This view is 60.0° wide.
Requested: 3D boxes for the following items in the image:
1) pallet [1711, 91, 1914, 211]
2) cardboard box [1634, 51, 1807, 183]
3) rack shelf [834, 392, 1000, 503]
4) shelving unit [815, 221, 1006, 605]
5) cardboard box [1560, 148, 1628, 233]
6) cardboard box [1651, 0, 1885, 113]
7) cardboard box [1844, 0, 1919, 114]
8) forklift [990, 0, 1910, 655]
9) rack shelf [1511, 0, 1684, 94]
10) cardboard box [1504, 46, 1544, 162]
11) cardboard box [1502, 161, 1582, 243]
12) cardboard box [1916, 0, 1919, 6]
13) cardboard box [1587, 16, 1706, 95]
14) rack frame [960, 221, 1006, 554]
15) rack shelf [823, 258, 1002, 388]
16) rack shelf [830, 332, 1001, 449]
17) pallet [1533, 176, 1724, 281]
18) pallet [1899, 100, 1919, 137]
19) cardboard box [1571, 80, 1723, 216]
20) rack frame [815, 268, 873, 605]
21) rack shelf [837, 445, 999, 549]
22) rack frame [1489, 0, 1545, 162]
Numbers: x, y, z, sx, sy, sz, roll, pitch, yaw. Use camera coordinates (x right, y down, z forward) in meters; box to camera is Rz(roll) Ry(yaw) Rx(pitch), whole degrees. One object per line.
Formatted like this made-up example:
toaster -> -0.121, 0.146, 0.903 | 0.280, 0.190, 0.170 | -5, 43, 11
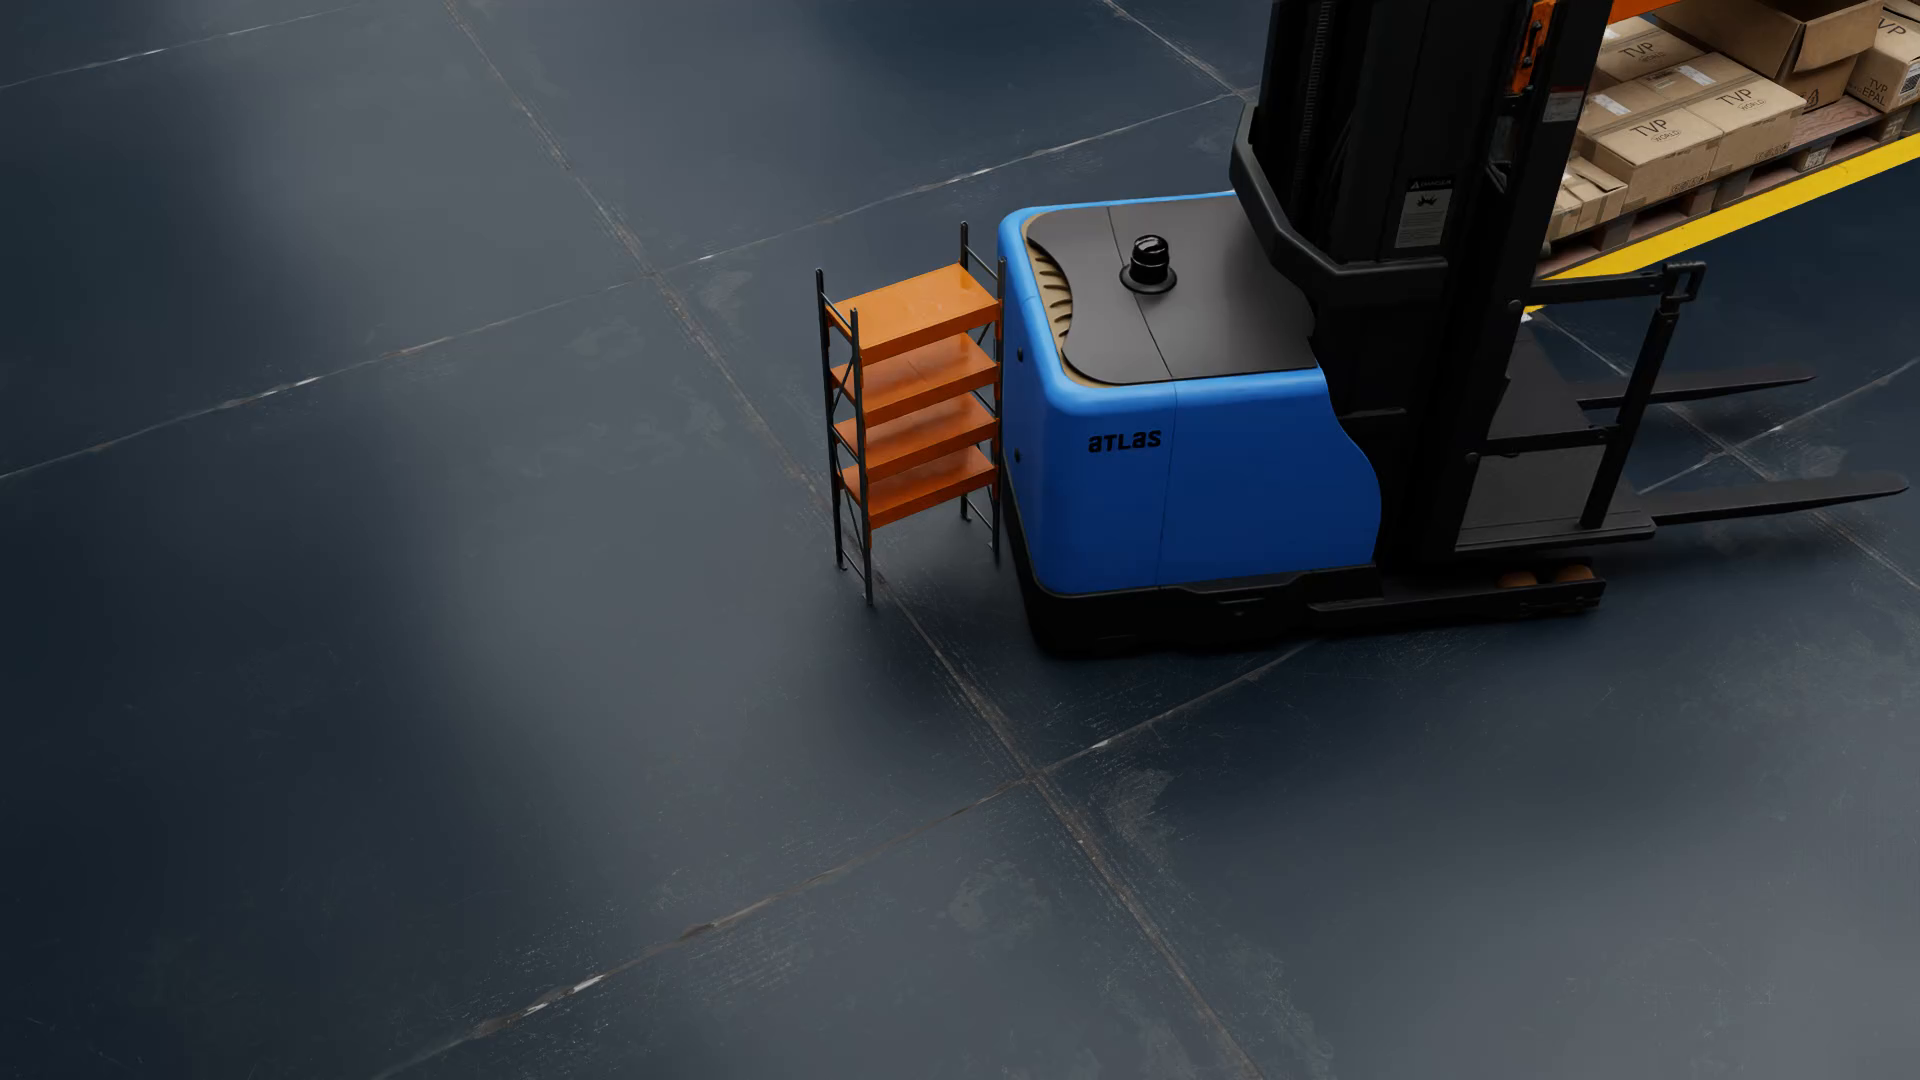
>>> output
pallet -> 3.552, -2.007, 7.667 | 1.213, 0.211, 1.003 | -22, 48, -21
cardboard box -> 3.218, -1.819, 7.129 | 0.500, 0.250, 0.500 | -22, 48, -21
rack shelf -> -0.144, -0.325, 5.320 | 0.480, 0.148, 0.258 | -22, 48, -21
shelving unit -> -0.144, -0.373, 5.273 | 0.503, 1.200, 0.258 | -22, 48, -21
cardboard box -> 2.490, -1.450, 6.808 | 0.250, 0.166, 0.380 | -22, 48, -21
cardboard box -> 3.580, -2.279, 7.421 | 0.637, 0.503, 0.797 | -22, 48, -21
cardboard box -> 4.204, -2.236, 7.515 | 0.500, 0.311, 0.500 | -22, 48, -21
forklift -> 1.667, -1.152, 4.832 | 3.031, 2.935, 1.130 | -6, 44, -6
rack shelf -> 3.473, -2.720, 6.915 | 4.000, 0.370, 1.077 | -22, 48, -21
cardboard box -> 2.087, -1.882, 7.015 | 0.500, 0.500, 0.500 | -22, 48, -21
cardboard box -> 2.273, -1.357, 6.725 | 0.250, 0.149, 0.380 | -22, 48, -21
cardboard box -> 4.854, -2.564, 7.717 | 0.500, 0.500, 0.500 | -22, 48, -21
cardboard box -> 2.926, -2.104, 7.423 | 0.500, 0.250, 0.500 | -22, 48, -21
rack frame -> 0.068, -0.458, 5.360 | 0.015, 1.200, 0.240 | -22, 48, -21
rack shelf -> -0.144, -0.655, 4.999 | 0.480, 0.148, 0.258 | -22, 48, -21
rack shelf -> -0.144, -0.485, 5.164 | 0.480, 0.148, 0.258 | -22, 48, -21
pallet -> 2.495, -1.587, 7.234 | 1.213, 0.211, 1.003 | -22, 48, -21
pallet -> 4.611, -2.433, 8.106 | 1.213, 0.211, 1.003 | -22, 48, -21
cardboard box -> 2.785, -1.646, 6.951 | 0.500, 0.250, 0.500 | -22, 48, -21
rack frame -> -0.355, -0.288, 5.186 | 0.015, 1.200, 0.240 | -22, 48, -21
rack shelf -> -0.144, -0.182, 5.458 | 0.480, 0.148, 0.258 | -22, 48, -21
rack frame -> 1.739, -2.284, 5.950 | 0.127, 3.000, 1.000 | -22, 48, -21
